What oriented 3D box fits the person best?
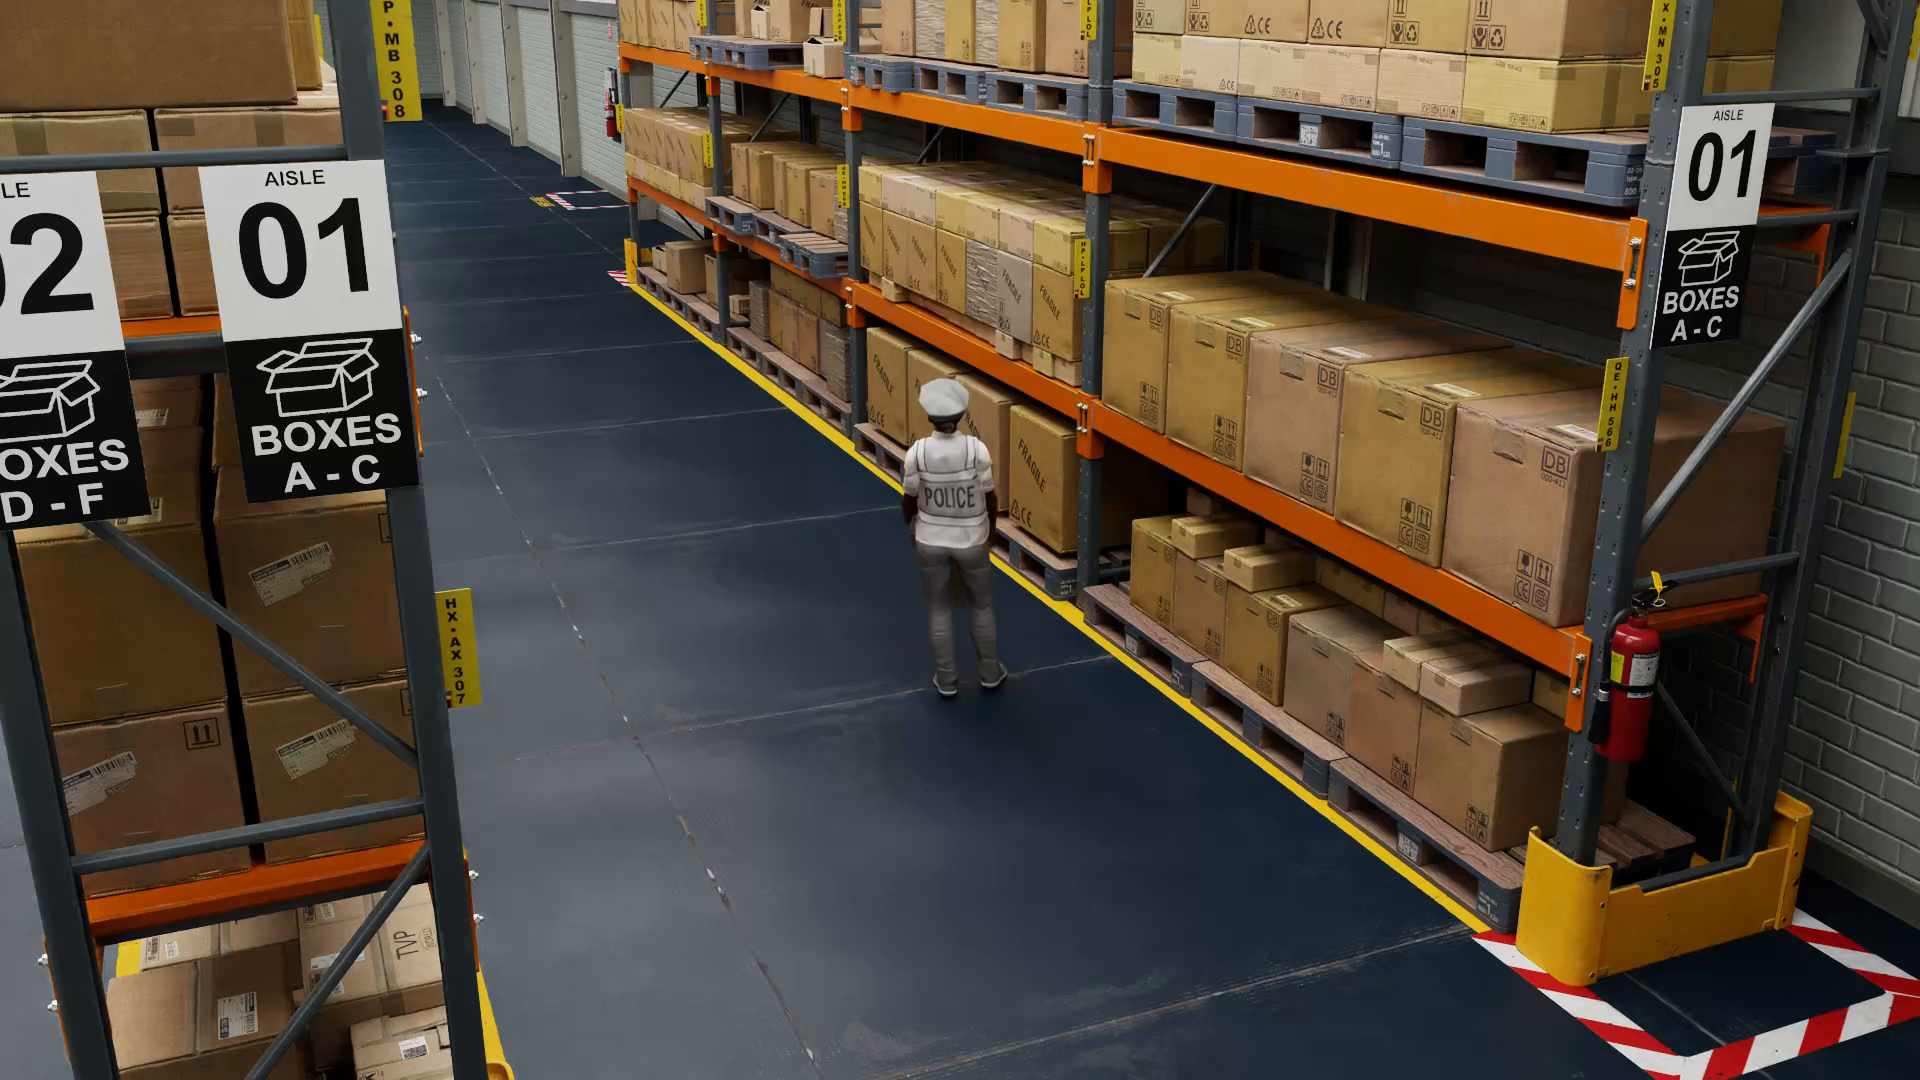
[{"bbox_3d":[-0.024,-0.017,8.534,0.543,1.698,0.528,1,19,2],"label":"person"}]
